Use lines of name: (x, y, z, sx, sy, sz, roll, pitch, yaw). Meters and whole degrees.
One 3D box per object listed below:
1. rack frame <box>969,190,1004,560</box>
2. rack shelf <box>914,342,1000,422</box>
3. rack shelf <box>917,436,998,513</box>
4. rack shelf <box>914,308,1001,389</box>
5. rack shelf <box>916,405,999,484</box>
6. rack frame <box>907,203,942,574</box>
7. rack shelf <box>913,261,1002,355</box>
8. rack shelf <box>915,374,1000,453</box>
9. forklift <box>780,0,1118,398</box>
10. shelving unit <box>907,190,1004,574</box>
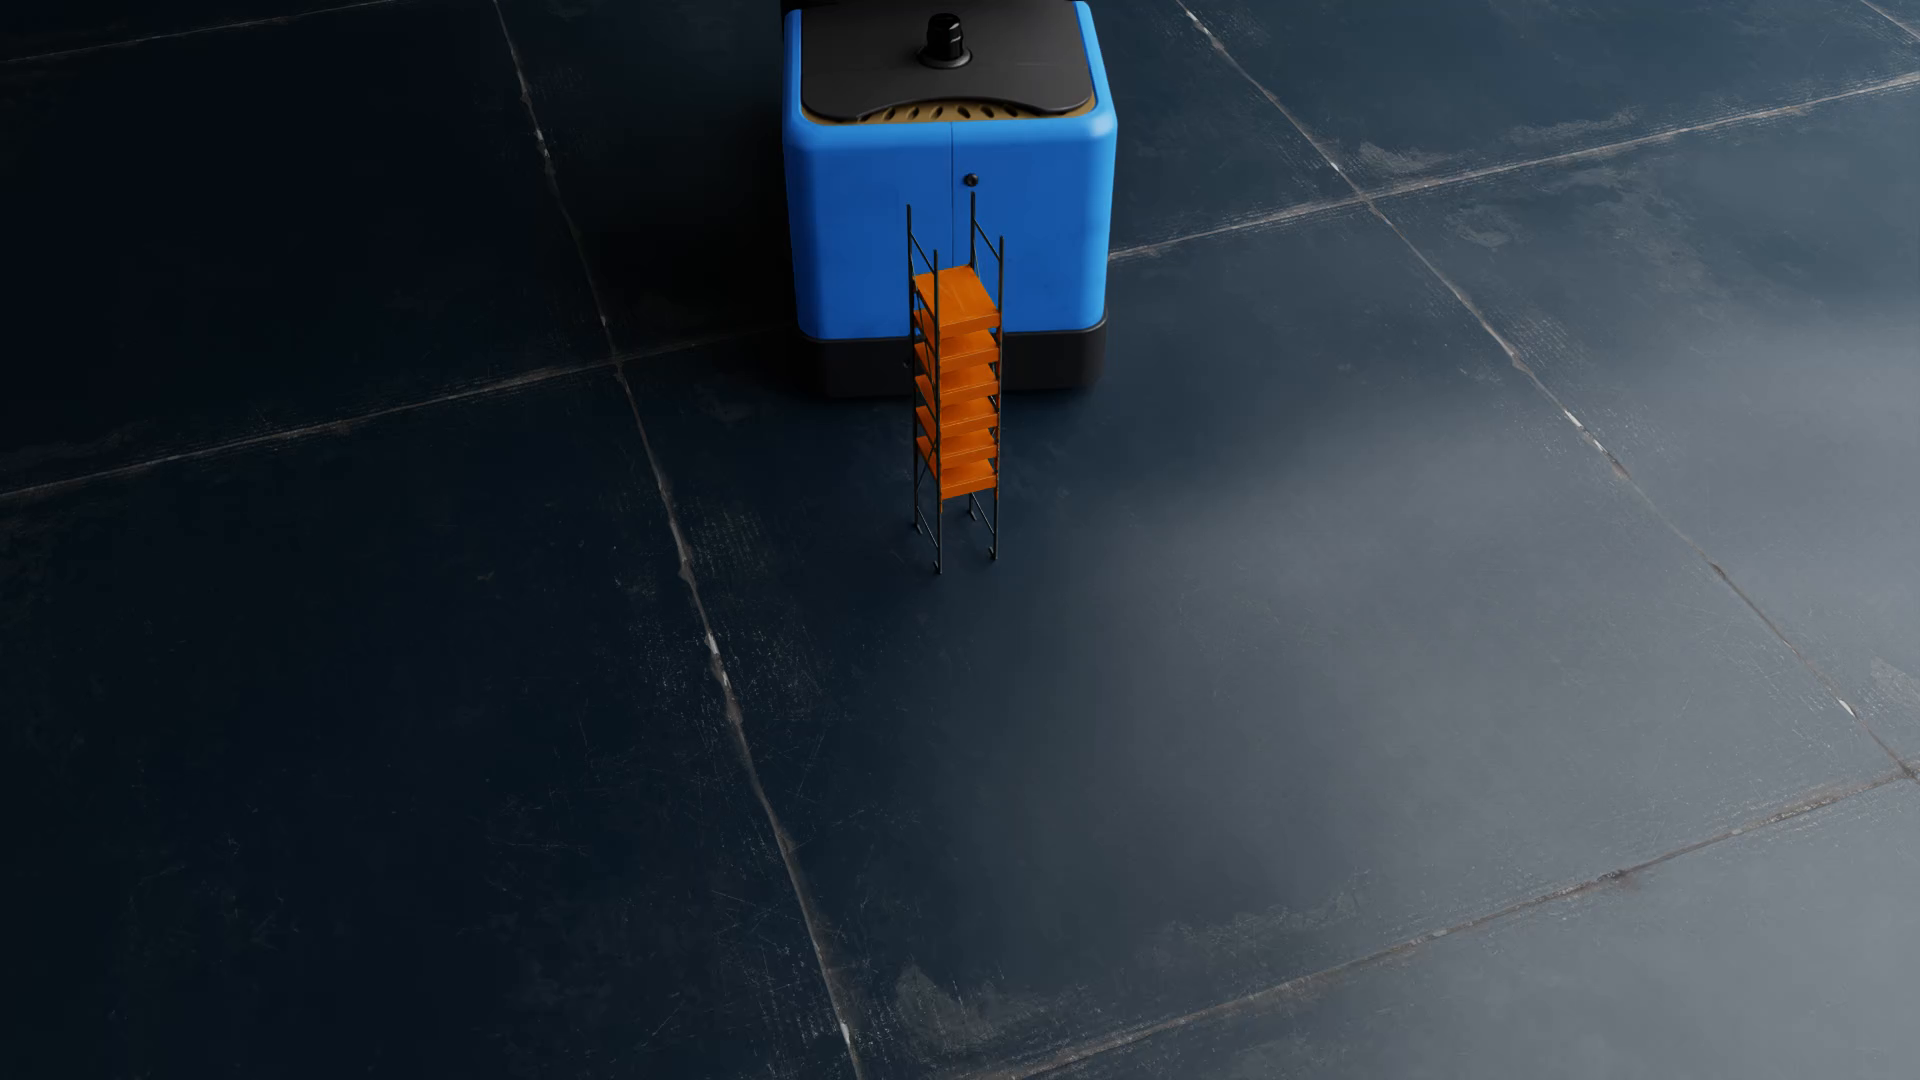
rack frame: (0.072, -0.442, 4.843, 0.006, 1.200, 0.240, -14, 47, -14)
rack shelf: (-0.014, -0.473, 4.768, 0.180, 0.103, 0.258, -14, 47, -14)
rack shelf: (-0.014, -0.219, 5.023, 0.180, 0.103, 0.258, -14, 47, -14)
rack shelf: (-0.014, -0.558, 4.683, 0.180, 0.103, 0.258, -14, 47, -14)
rack shelf: (-0.014, -0.304, 4.938, 0.180, 0.103, 0.258, -14, 47, -14)
rack frame: (-0.100, -0.398, 4.800, 0.006, 1.200, 0.240, -14, 47, -14)
rack shelf: (-0.014, -0.643, 4.598, 0.180, 0.103, 0.258, -14, 47, -14)
rack shelf: (-0.014, -0.389, 4.853, 0.180, 0.103, 0.258, -14, 47, -14)
forklift: (-0.118, -2.553, 5.725, 1.130, 2.935, 3.031, -3, 45, -3)
shelving unit: (-0.014, -0.420, 4.822, 0.189, 1.200, 0.258, -14, 47, -14)
